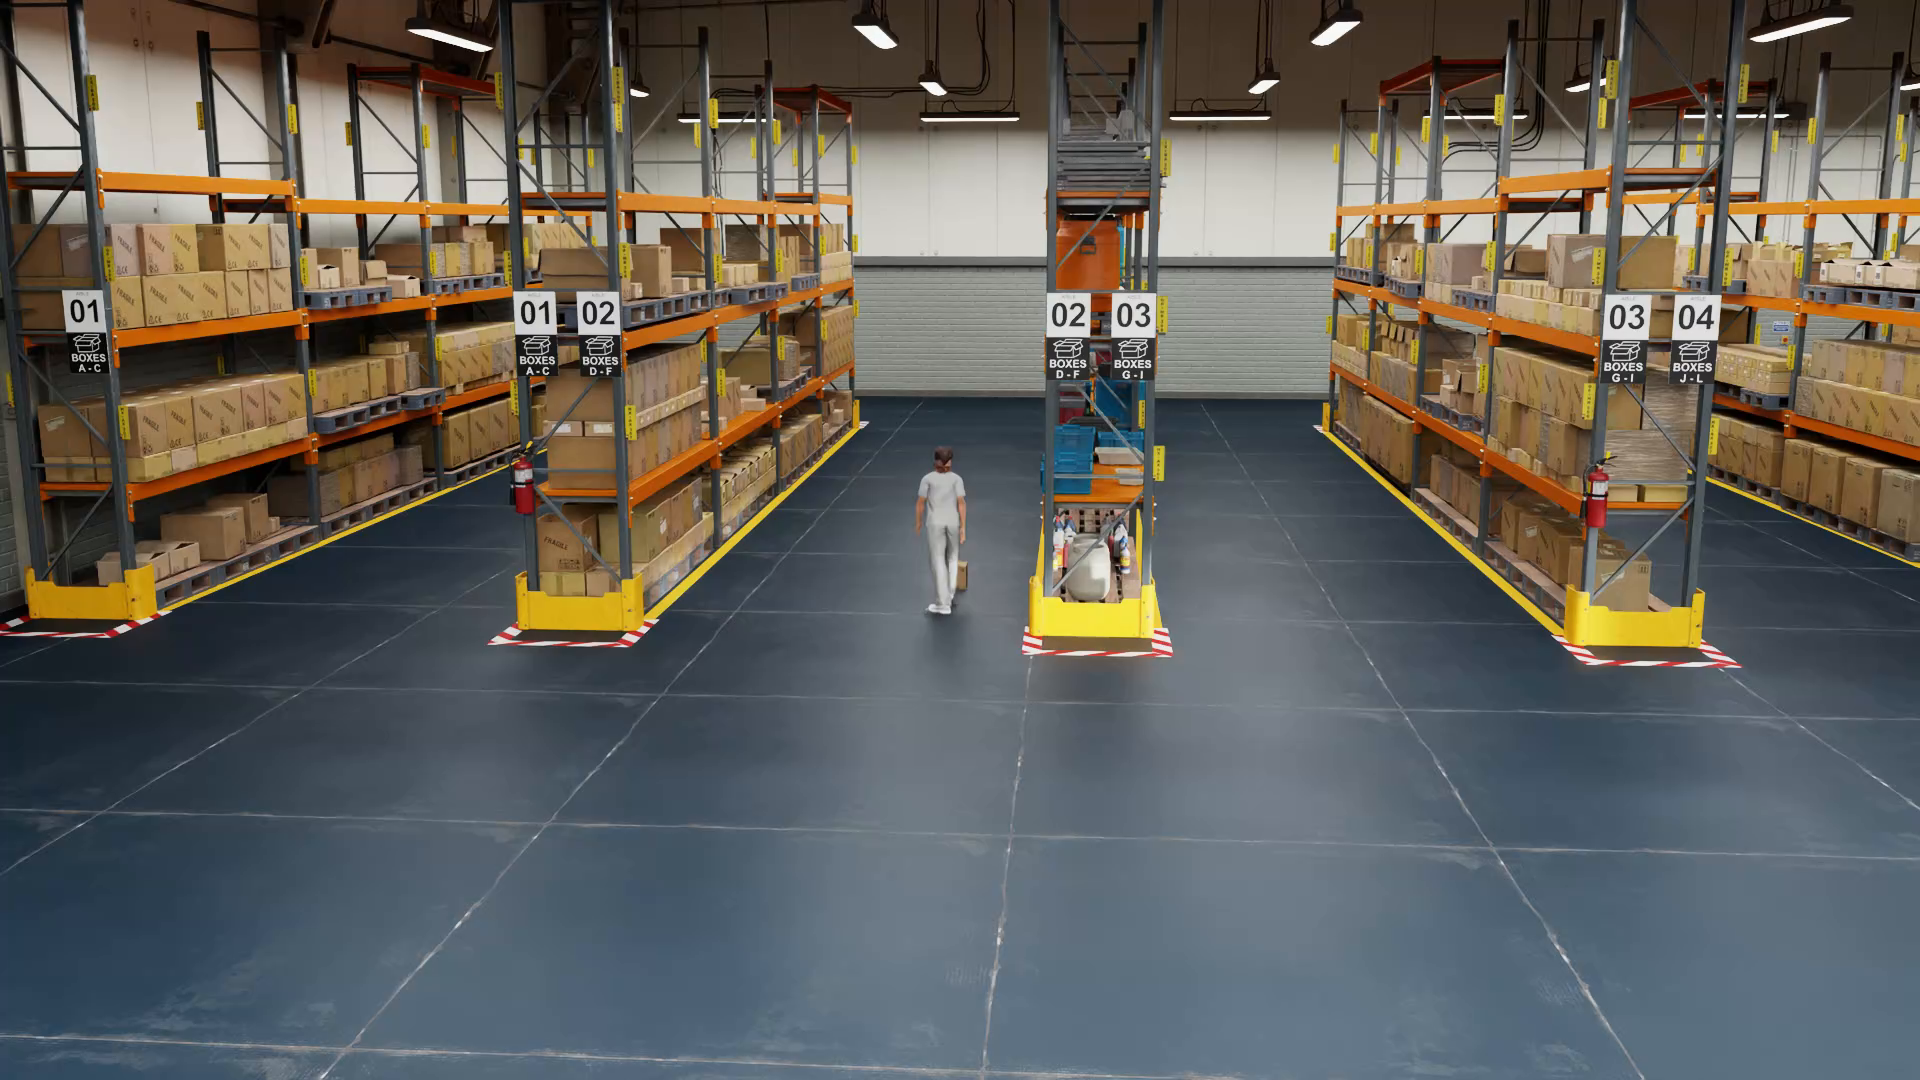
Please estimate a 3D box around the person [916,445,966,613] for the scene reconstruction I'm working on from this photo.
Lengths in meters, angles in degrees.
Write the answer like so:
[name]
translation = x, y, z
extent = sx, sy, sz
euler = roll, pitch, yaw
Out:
[person]
translation = -0.194, -0.141, 16.653
extent = 0.455, 1.622, 0.925
euler = -3, 11, -16
